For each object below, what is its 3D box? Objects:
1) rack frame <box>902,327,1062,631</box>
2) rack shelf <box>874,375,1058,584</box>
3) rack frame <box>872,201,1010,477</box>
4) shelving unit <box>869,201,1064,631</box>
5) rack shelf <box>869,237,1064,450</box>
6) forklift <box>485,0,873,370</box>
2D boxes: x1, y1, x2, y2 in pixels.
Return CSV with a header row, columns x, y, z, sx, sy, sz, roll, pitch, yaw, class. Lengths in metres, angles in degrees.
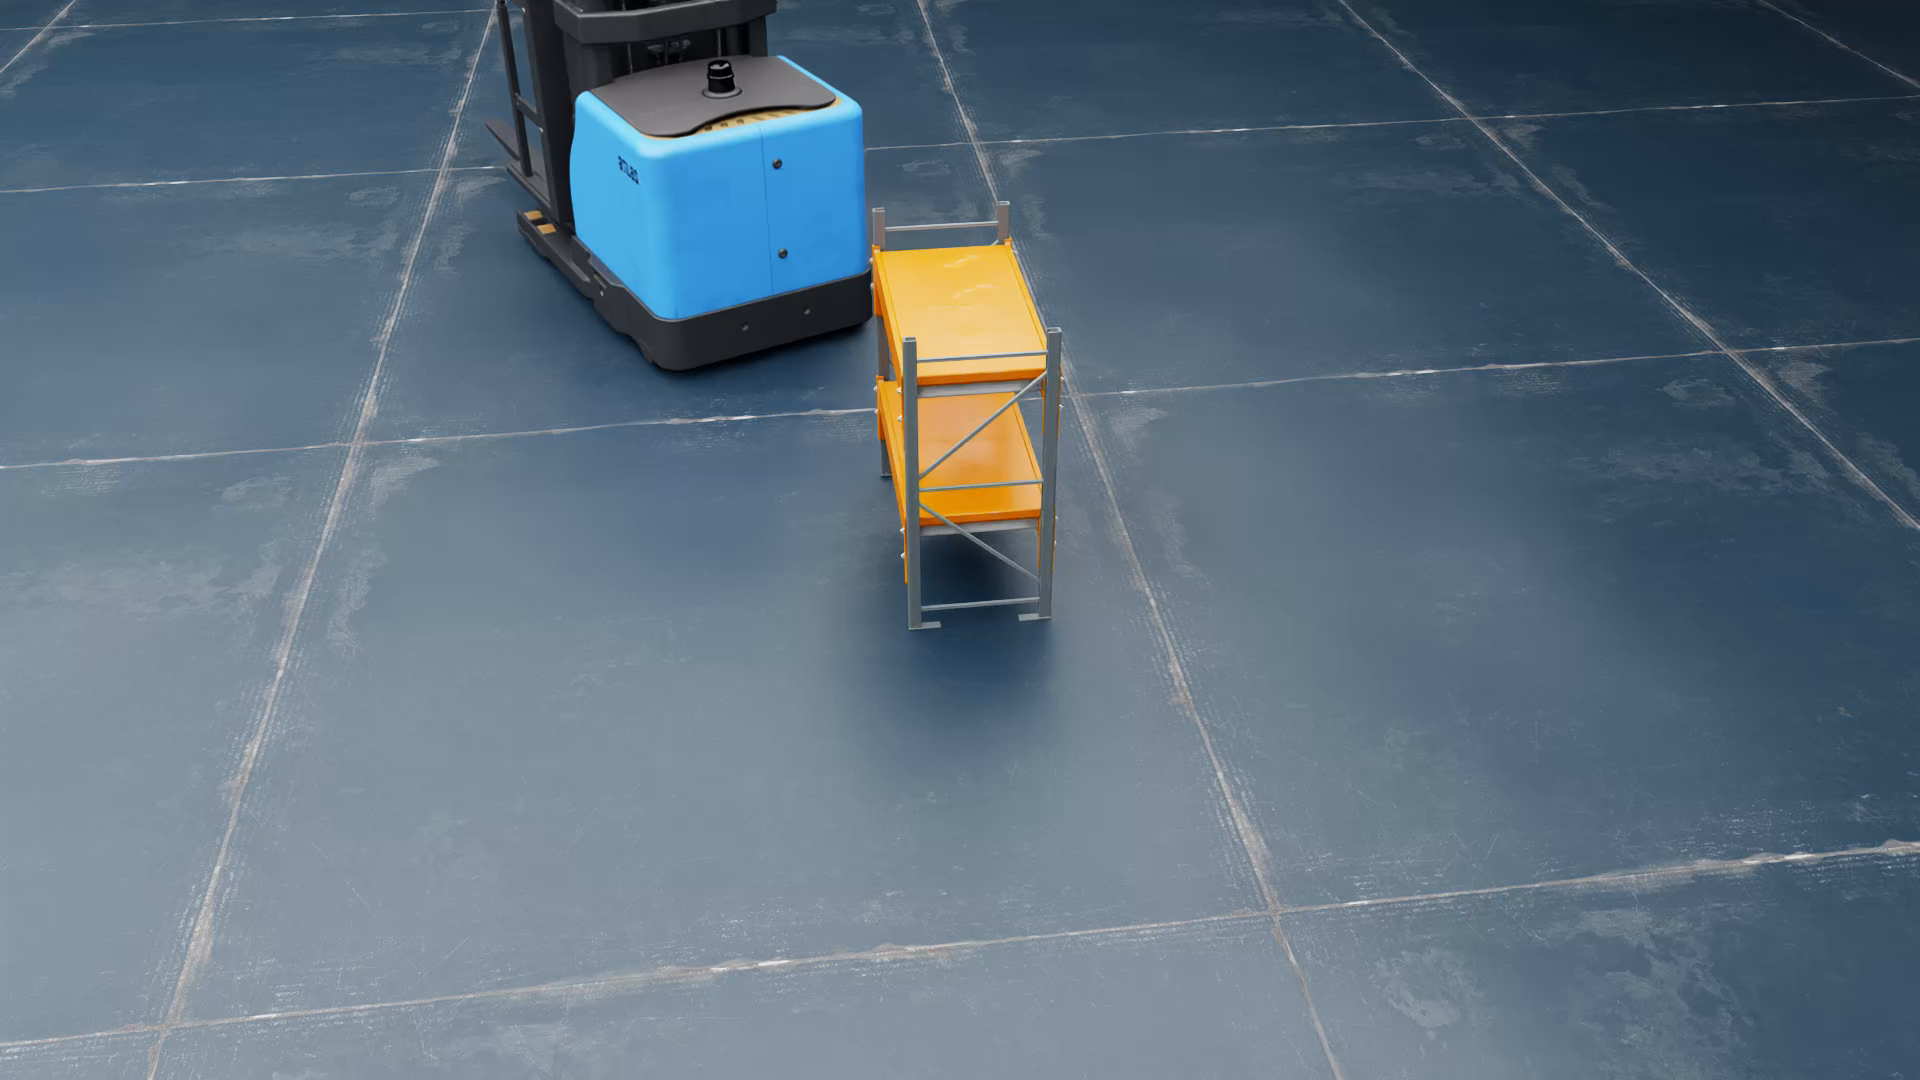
x,y,z,sx,sy,sz,roll,pitch,yaw,class
0.069,-0.177,5.511,0.500,1.125,0.032,-4,35,-6,rack frame
0.001,-0.259,6.065,0.538,0.278,1.000,-4,35,-6,rack shelf
-0.067,-0.745,6.344,0.500,1.125,0.032,-4,35,-6,rack frame
0.001,-0.461,5.928,0.538,1.125,1.048,-4,35,-6,shelving unit
0.001,-0.703,5.763,0.538,0.278,1.000,-4,35,-6,rack shelf
-1.591,-2.746,7.676,1.130,2.935,3.031,-19,38,-25,forklift
